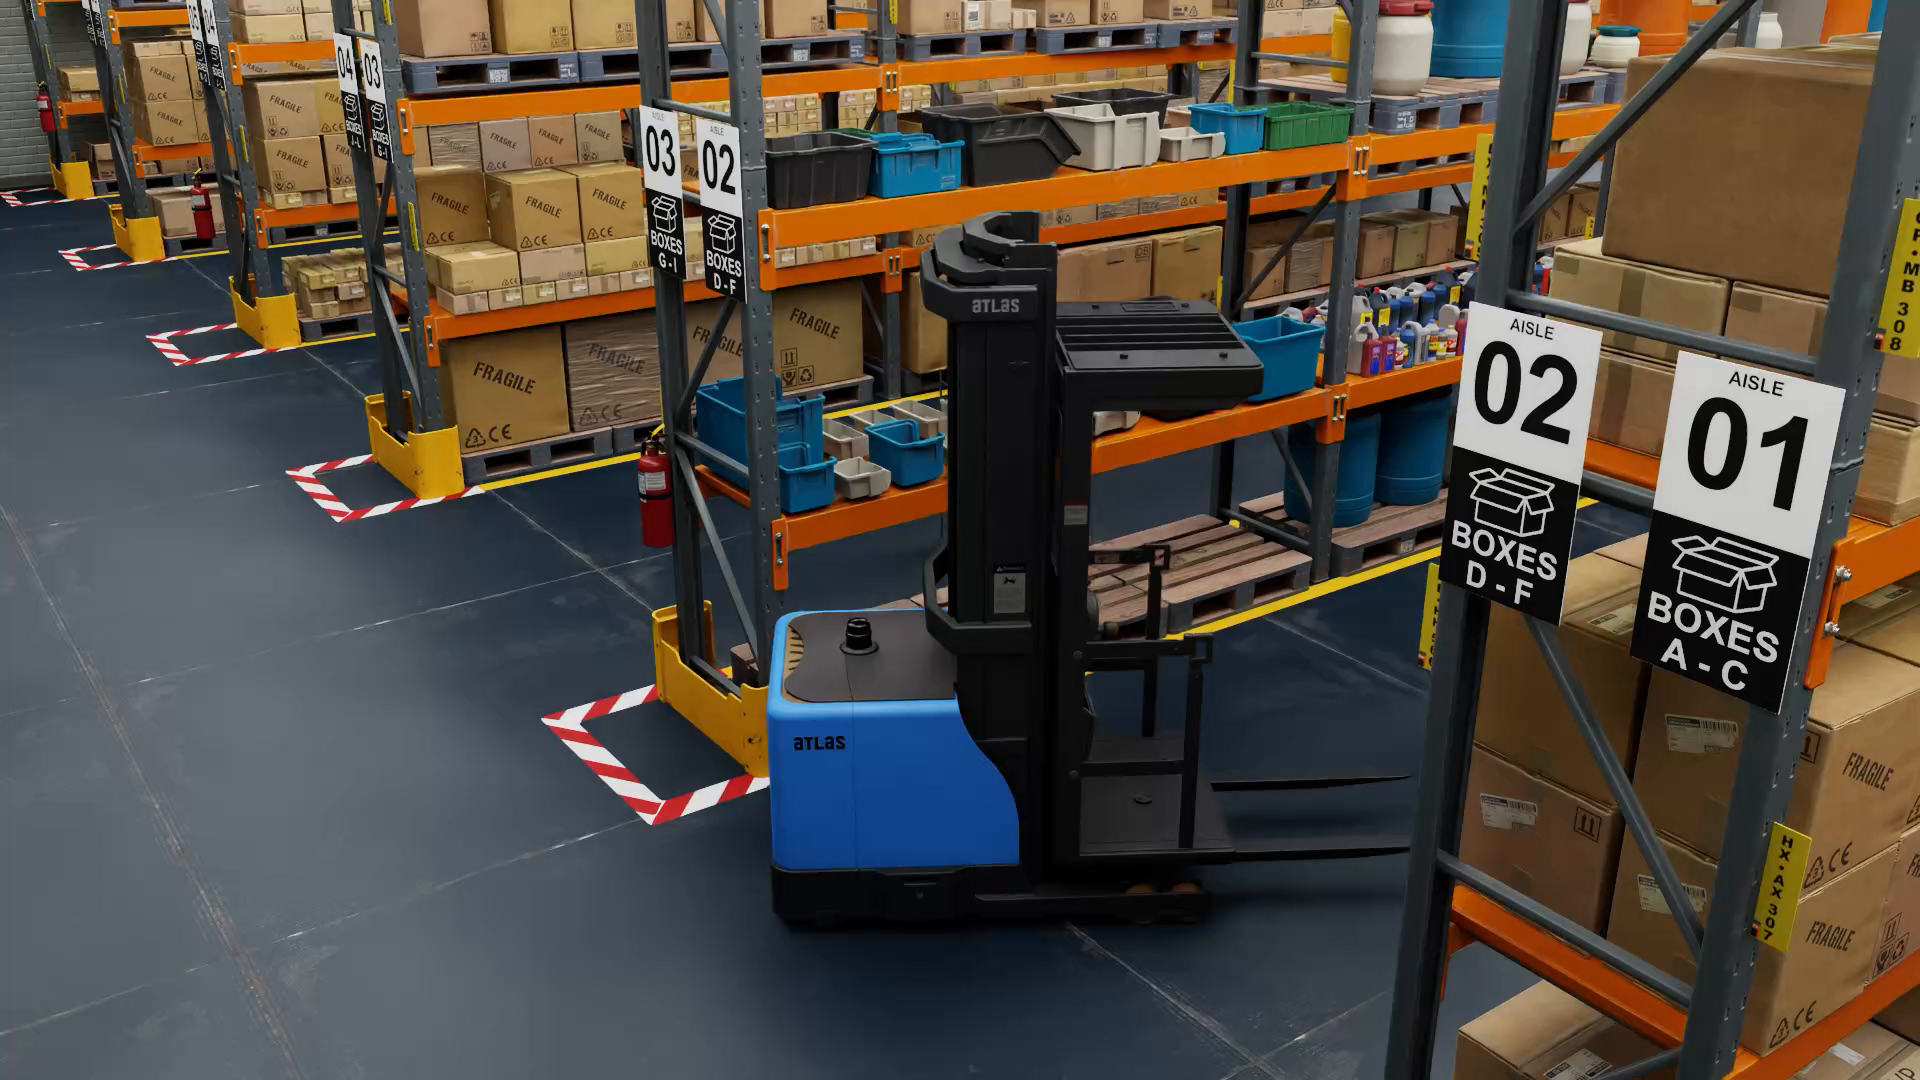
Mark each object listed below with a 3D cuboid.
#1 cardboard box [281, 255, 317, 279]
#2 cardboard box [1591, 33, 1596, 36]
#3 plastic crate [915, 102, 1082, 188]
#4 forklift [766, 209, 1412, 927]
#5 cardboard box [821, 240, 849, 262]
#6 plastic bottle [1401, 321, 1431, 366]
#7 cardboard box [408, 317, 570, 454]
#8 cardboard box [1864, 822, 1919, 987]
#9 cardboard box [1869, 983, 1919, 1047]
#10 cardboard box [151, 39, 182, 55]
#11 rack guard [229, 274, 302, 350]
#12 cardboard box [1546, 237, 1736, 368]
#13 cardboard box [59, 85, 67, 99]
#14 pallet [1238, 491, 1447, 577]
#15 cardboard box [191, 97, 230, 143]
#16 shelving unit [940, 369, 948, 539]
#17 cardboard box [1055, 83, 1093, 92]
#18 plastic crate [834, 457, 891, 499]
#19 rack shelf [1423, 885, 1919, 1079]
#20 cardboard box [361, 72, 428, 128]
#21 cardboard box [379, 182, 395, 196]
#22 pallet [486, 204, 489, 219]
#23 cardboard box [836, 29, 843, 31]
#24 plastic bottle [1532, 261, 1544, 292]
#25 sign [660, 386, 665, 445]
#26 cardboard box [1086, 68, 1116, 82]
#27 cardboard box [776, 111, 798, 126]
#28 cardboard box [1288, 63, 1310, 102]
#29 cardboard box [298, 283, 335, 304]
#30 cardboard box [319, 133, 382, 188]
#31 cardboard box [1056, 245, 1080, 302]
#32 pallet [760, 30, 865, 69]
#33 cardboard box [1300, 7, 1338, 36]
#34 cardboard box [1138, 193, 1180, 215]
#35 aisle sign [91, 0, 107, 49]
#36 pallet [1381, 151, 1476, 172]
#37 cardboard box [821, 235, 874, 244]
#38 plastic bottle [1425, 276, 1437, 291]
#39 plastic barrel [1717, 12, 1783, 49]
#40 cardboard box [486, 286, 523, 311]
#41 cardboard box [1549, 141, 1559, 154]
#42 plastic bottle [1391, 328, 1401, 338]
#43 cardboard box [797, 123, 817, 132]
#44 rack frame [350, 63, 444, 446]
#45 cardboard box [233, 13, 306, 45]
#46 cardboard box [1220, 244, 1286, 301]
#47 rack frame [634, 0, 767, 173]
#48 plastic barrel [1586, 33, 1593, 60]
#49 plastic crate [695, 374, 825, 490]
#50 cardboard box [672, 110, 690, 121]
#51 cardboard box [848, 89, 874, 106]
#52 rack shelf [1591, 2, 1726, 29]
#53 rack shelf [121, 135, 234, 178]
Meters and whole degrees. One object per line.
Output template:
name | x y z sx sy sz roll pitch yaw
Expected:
cardboard box | -6.634 -2.747 16.710 0.250 0.149 0.380 -15 26 -32
cardboard box | 7.871 -5.864 20.158 0.500 0.500 0.500 -15 26 -33
plastic crate | 0.192 -2.017 8.440 0.767 0.338 0.504 -15 26 -33
forklift | 0.675 0.109 7.169 3.031 2.935 1.130 -1 22 -3
cardboard box | -1.119 -2.423 13.761 0.250 0.149 0.380 -14 26 -32
plastic bottle | 2.934 -1.277 10.718 0.135 0.276 0.152 -15 26 -33
cardboard box | -3.628 -1.265 12.820 0.875 0.875 0.875 -15 26 -33
cardboard box | 2.611 0.910 4.933 0.500 0.500 0.500 -15 26 -33
cardboard box | 3.406 1.584 6.154 0.637 0.503 0.797 -15 26 -33
cardboard box | -9.268 -5.760 19.424 0.250 0.149 0.380 -14 26 -32
rack guard | -6.854 -2.264 16.396 0.348 0.500 1.175 -15 26 -33
cardboard box | 1.950 -0.657 4.476 0.500 0.250 0.500 -15 26 -33
cardboard box | -12.678 -6.404 23.737 0.250 0.149 0.380 -15 26 -33
pallet | 2.689 -0.130 11.436 1.213 0.211 1.003 -15 26 -33
cardboard box | -8.937 -5.058 19.889 0.500 0.500 0.500 -15 26 -34
shelving unit | 0.012 -0.560 11.182 0.189 1.200 0.258 -15 26 -33
cardboard box | 1.327 -5.530 21.072 0.500 0.500 0.500 -15 26 -33
plastic crate | -0.507 -0.309 8.398 0.298 0.136 0.250 -15 26 -33
rack shelf | 3.305 0.988 5.844 4.000 0.370 1.077 -15 26 -33
cardboard box | -5.555 -4.292 16.219 0.500 0.500 0.500 -16 27 -34
cardboard box | -5.664 -3.522 16.514 0.250 0.149 0.380 -15 26 -33
pallet | -6.059 -4.636 22.730 1.213 0.211 1.003 -15 26 -33
cardboard box | -2.048 -7.247 24.407 0.500 0.500 0.500 -14 26 -32
plastic bottle | 4.295 -1.945 12.396 0.097 0.271 0.097 0 22 0
sign | -1.543 -0.642 8.738 0.005 0.325 0.100 -15 26 -33
cardboard box | 1.599 -6.186 21.368 0.500 0.500 0.700 -15 26 -32
cardboard box | -2.018 -4.723 18.557 0.250 0.149 0.380 -15 26 -34
cardboard box | 4.430 -6.511 23.464 0.500 0.550 0.875 -15 26 -33
cardboard box | -6.340 -2.454 16.377 0.250 0.149 0.380 -14 26 -31
cardboard box | -5.970 -3.731 16.162 0.500 0.500 0.500 -15 26 -33
cardboard box | 0.379 -2.307 15.430 0.875 0.875 1.225 -16 27 -35
pallet | -1.524 -3.938 13.291 1.213 0.211 1.003 -15 26 -33
cardboard box | 3.340 -5.086 16.249 0.500 0.250 0.500 -14 26 -32
cardboard box | 1.729 -3.385 15.697 0.500 0.500 0.500 -15 26 -33
aisle sign | -9.778 -5.981 18.829 0.004 0.787 0.394 -15 26 -33
pallet | 4.935 -4.281 18.337 1.213 0.211 1.003 -15 26 -33
cardboard box | -1.059 -2.654 13.802 0.500 0.250 0.500 -15 26 -34
plastic bottle | 3.334 -1.730 11.842 0.133 0.283 0.061 -15 26 -33
plastic barrel | 5.717 -3.556 12.063 0.421 0.512 0.421 0 22 0
cardboard box | -3.413 -1.811 12.227 0.250 0.149 0.380 -15 26 -34
cardboard box | 6.585 -4.501 18.967 0.250 0.149 0.380 -15 26 -33
plastic bottle | 2.846 -1.276 10.816 0.097 0.201 0.097 0 22 0
cardboard box | -1.817 -4.638 18.743 0.250 0.149 0.380 -16 27 -35
rack frame | -4.101 -1.895 12.097 0.127 3.000 1.000 -15 26 -33
cardboard box | -6.402 -4.752 15.414 0.500 0.250 0.500 -14 26 -31
cardboard box | 2.925 -2.821 17.197 0.500 0.500 0.700 -17 27 -36
rack frame | -1.208 -3.191 7.251 0.127 3.000 1.000 -15 26 -33
plastic barrel | 4.291 -3.492 11.696 0.294 0.245 0.294 0 22 0
plastic crate | -1.046 -0.577 8.667 0.499 0.435 0.616 -15 26 -33
cardboard box | -3.080 -4.576 17.786 0.250 0.149 0.380 -13 25 -30
cardboard box | -1.184 -5.082 19.053 0.250 0.149 0.380 -14 26 -31
rack shelf | 7.263 -5.984 19.268 4.000 0.370 1.077 -15 26 -33
rack shelf | -8.265 -4.975 20.787 4.000 0.370 1.077 -15 26 -33
